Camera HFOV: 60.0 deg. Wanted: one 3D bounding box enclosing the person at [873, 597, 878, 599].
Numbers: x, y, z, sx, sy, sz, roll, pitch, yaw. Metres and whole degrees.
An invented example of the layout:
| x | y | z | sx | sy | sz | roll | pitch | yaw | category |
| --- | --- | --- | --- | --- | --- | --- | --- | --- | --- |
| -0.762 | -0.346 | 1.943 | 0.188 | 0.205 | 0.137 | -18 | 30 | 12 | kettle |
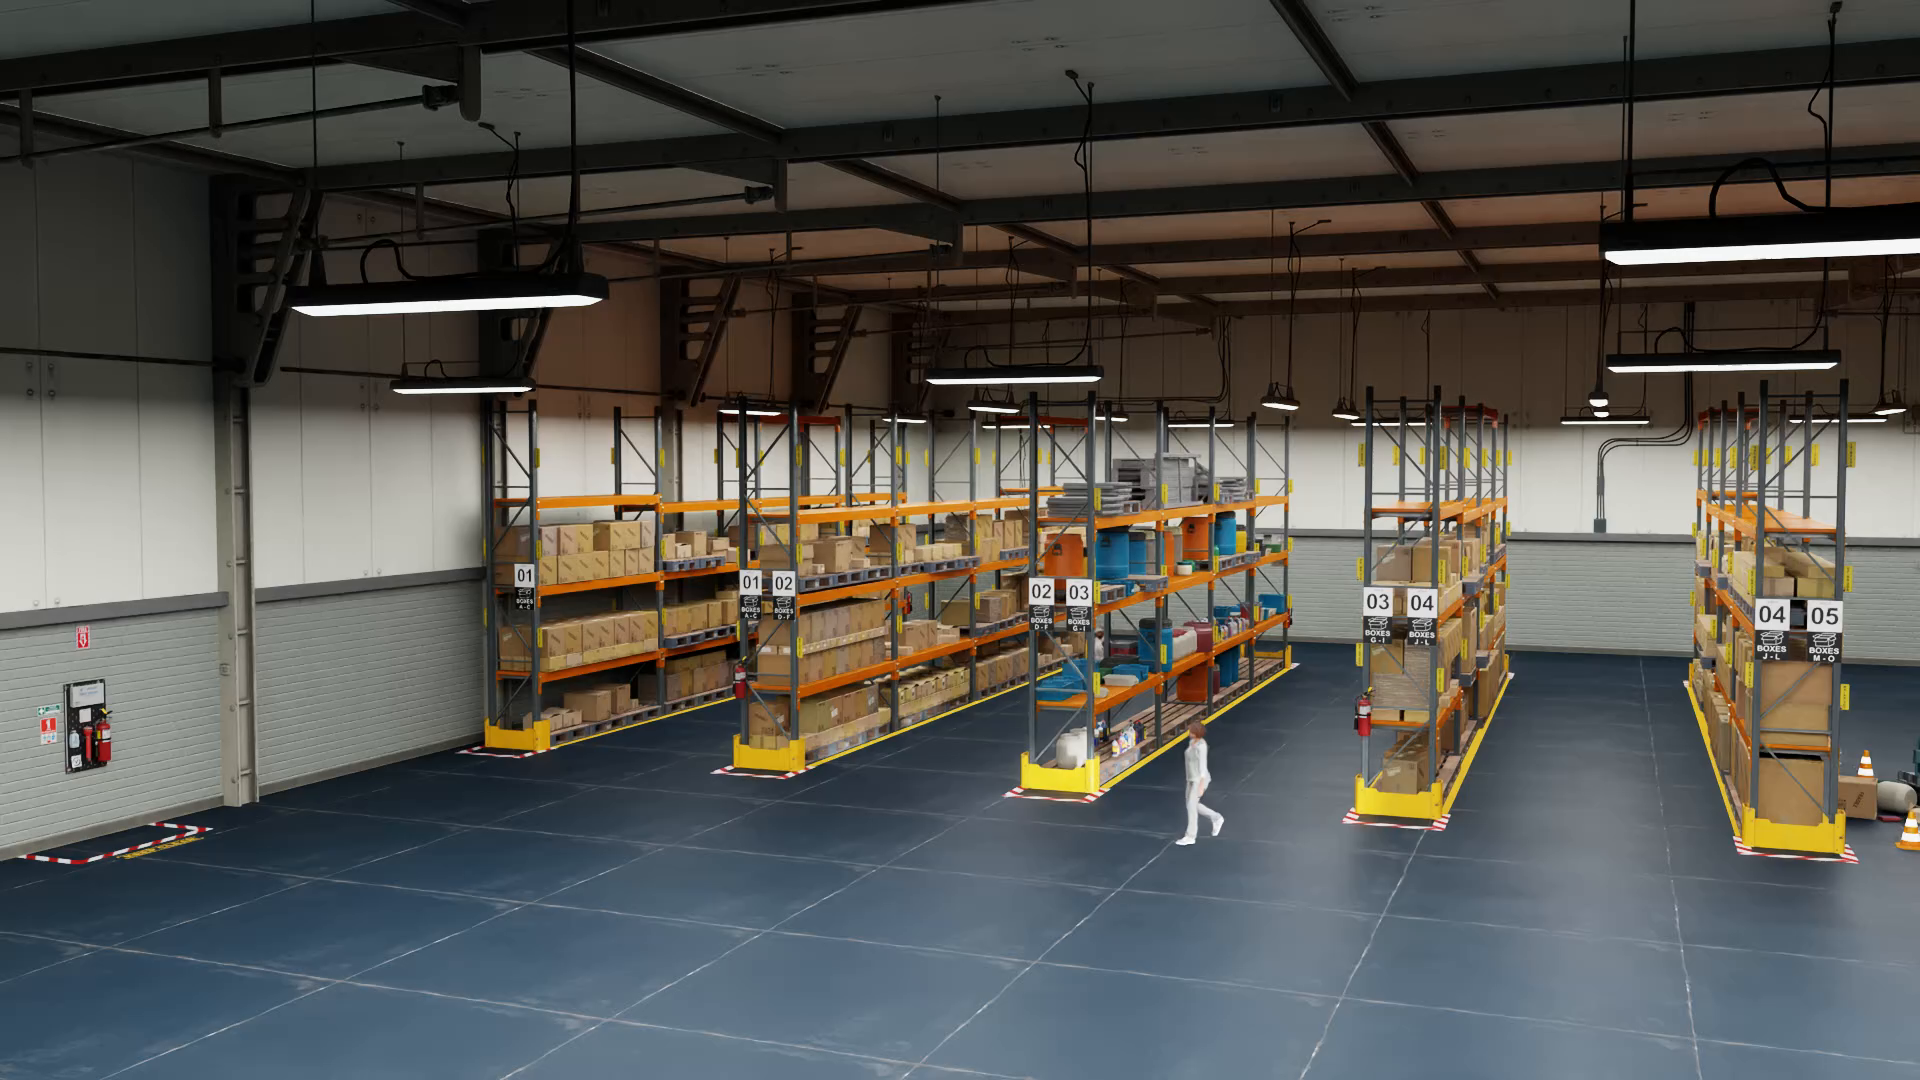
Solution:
| x | y | z | sx | sy | sz | roll | pitch | yaw | category |
| --- | --- | --- | --- | --- | --- | --- | --- | --- | --- |
| -2.024 | 2.218 | 38.499 | 0.501 | 1.787 | 0.596 | -2 | 3 | -28 | person |

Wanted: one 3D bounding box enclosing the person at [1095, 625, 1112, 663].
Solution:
| x | y | z | sx | sy | sz | roll | pitch | yaw | category |
| --- | --- | --- | --- | --- | --- | --- | --- | --- | --- |
| 2.938 | 2.525 | 33.657 | 0.507 | 1.654 | 0.594 | 2 | 3 | 34 | person |

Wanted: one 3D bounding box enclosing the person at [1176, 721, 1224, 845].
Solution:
| x | y | z | sx | sy | sz | roll | pitch | yaw | category |
| --- | --- | --- | --- | --- | --- | --- | --- | --- | --- |
| 3.103 | 3.135 | 21.580 | 0.694 | 1.584 | 0.464 | -1 | 3 | -12 | person |
